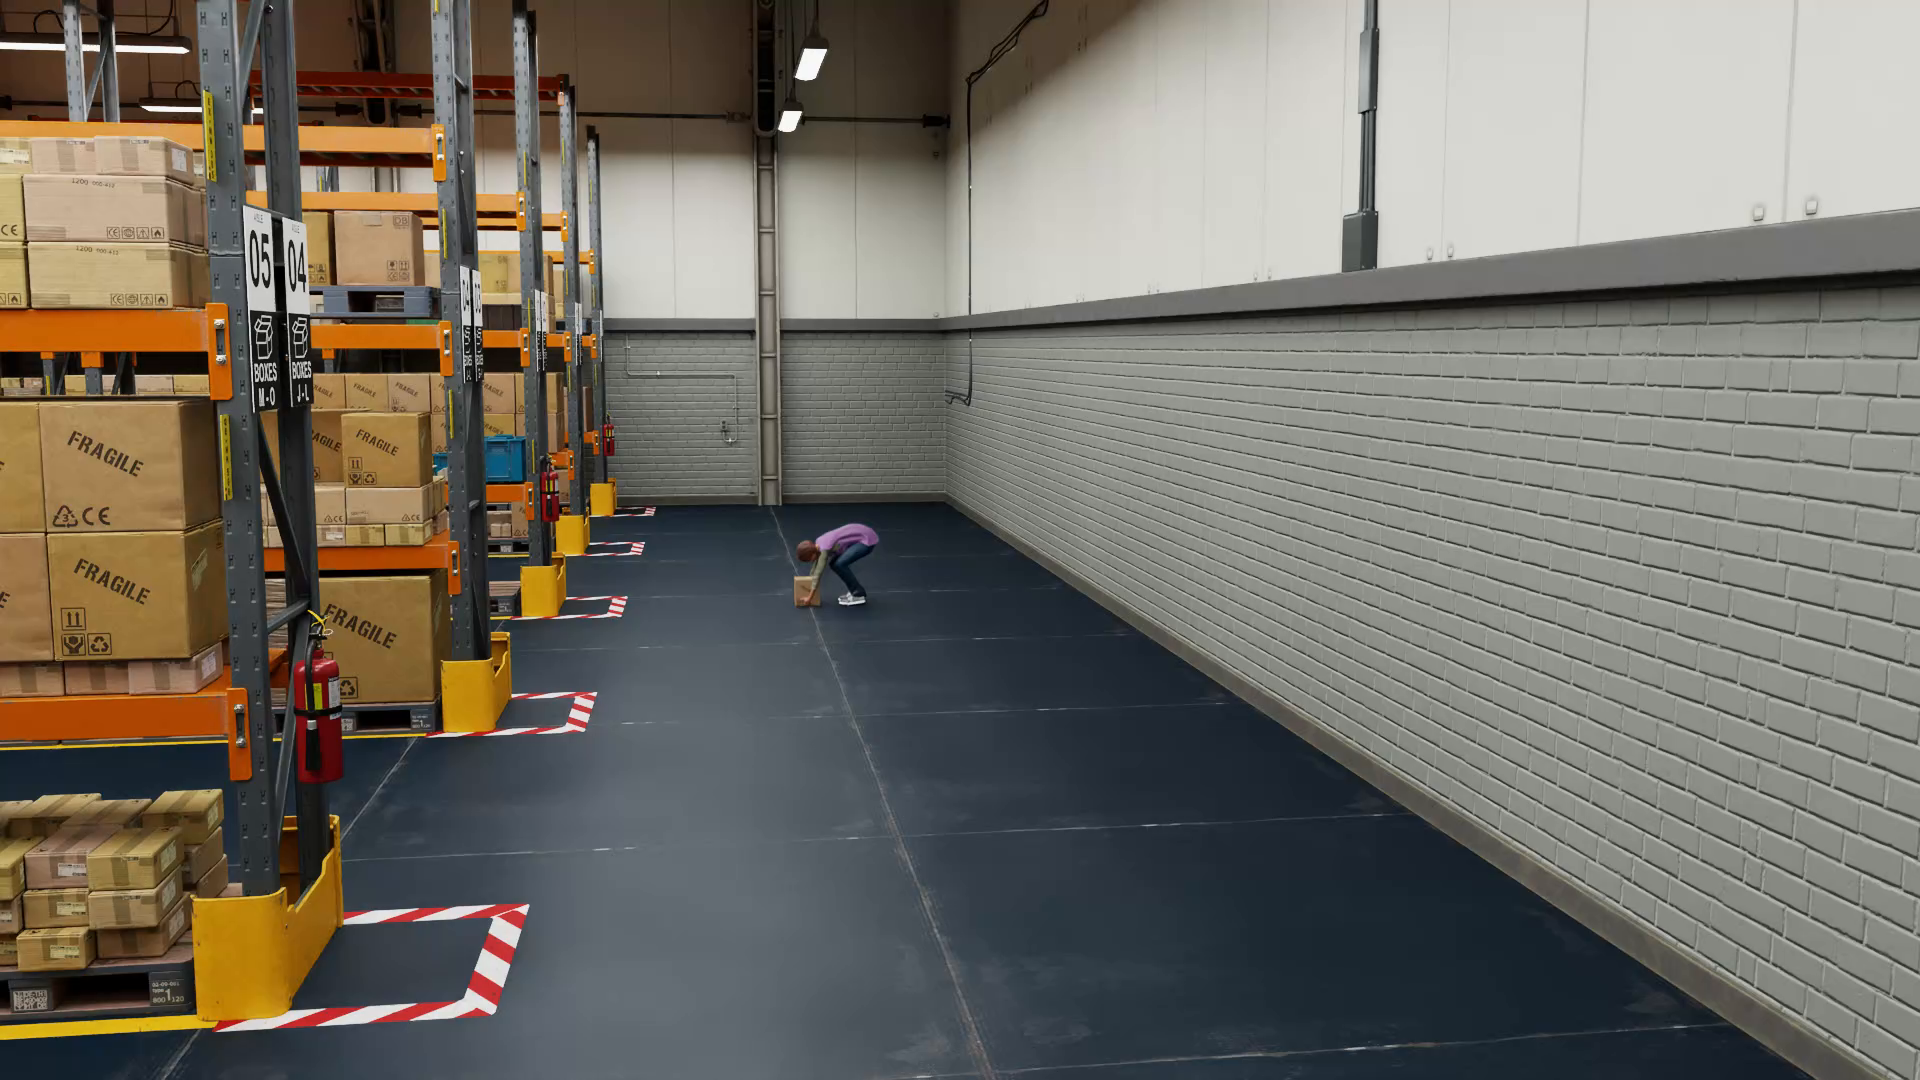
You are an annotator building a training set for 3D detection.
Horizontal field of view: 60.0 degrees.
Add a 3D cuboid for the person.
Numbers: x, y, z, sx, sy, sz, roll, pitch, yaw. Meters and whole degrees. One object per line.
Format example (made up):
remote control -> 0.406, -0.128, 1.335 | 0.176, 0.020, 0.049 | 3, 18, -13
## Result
person -> -3.234, -1.468, 21.658 | 2.876, 3.195, 10.315 | -1, 7, -11
